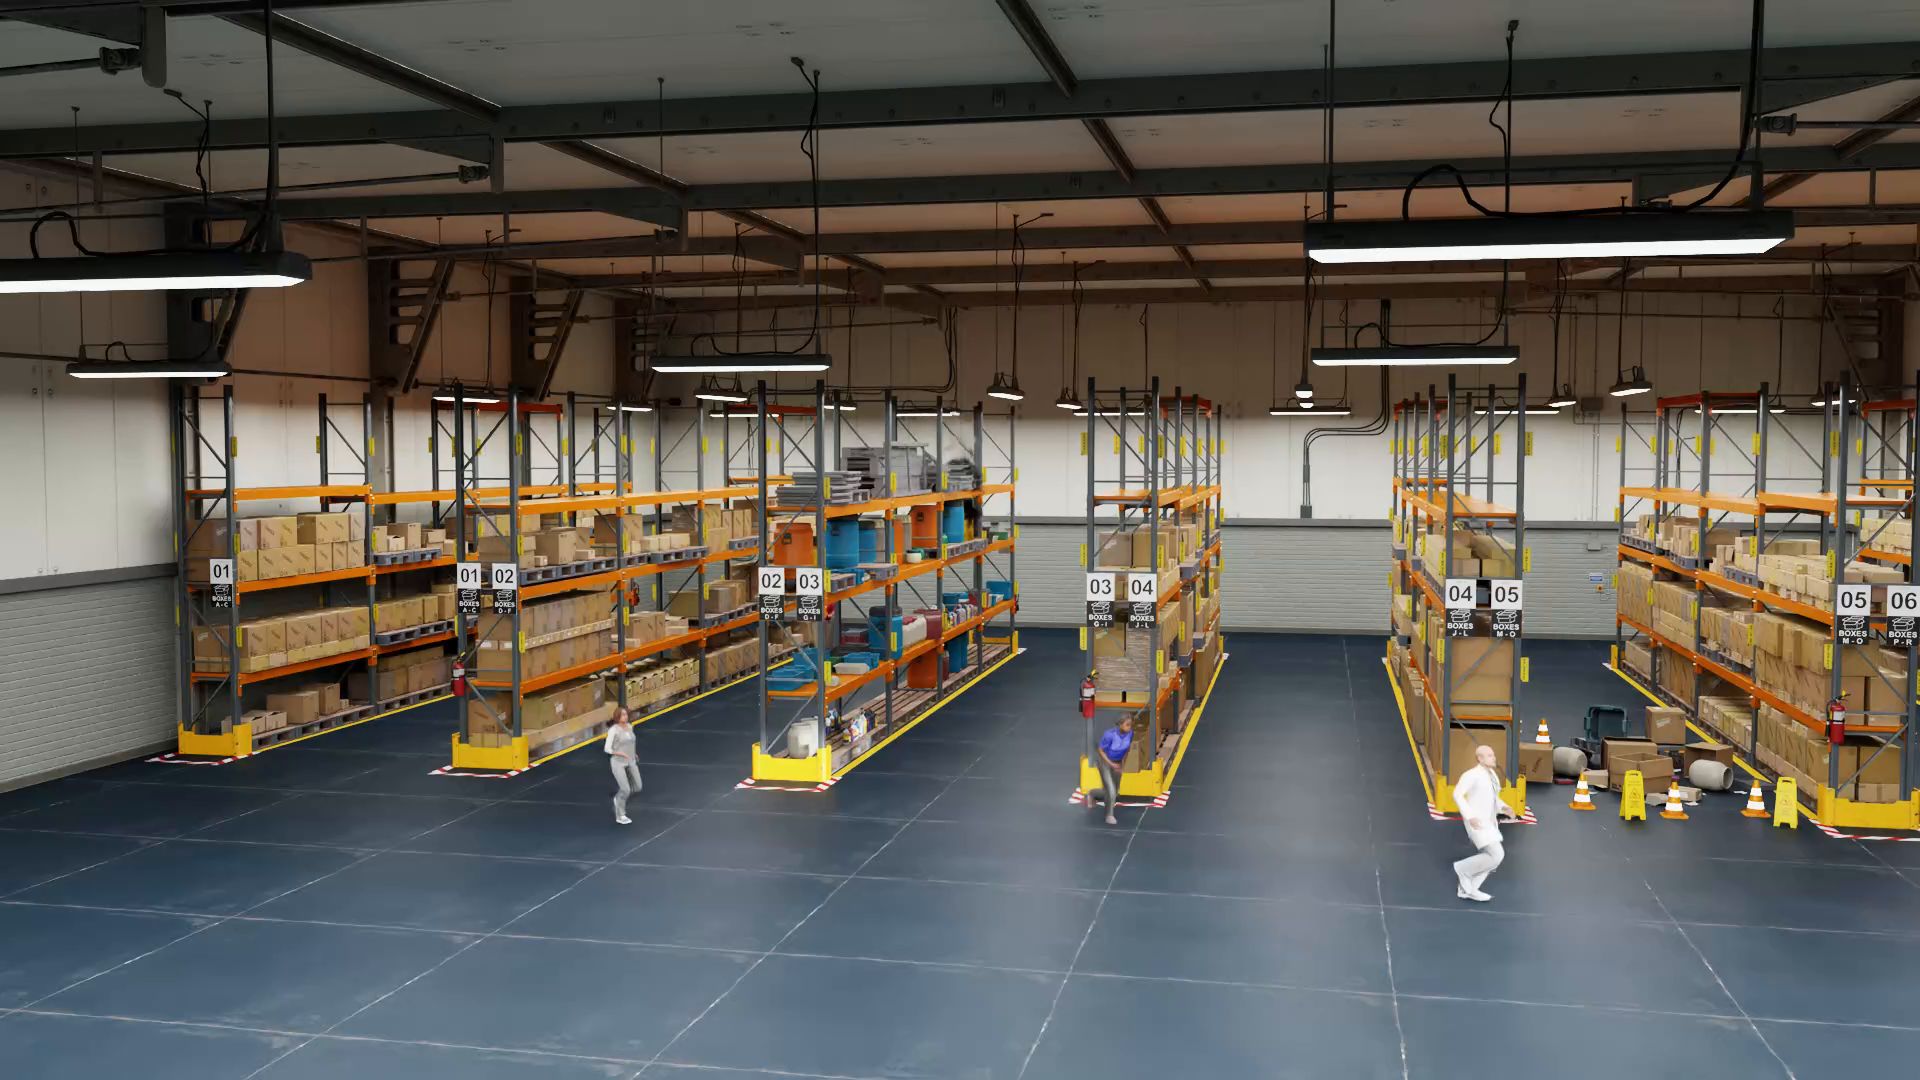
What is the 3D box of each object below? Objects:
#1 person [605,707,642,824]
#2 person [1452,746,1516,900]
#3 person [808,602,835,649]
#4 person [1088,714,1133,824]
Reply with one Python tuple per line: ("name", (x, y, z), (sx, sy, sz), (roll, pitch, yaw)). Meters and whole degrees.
("person", (-4.454, 2.987, 22.067), (0.552, 1.553, 0.530), (3, 4, 38))
("person", (5.775, 3.117, 18.284), (0.627, 1.717, 0.650), (3, 4, 42))
("person", (-2.928, 1.895, 35.270), (0.672, 1.766, 0.892), (0, 3, 3))
("person", (2.016, 3.038, 22.214), (0.584, 1.503, 0.865), (-2, 4, -32))
